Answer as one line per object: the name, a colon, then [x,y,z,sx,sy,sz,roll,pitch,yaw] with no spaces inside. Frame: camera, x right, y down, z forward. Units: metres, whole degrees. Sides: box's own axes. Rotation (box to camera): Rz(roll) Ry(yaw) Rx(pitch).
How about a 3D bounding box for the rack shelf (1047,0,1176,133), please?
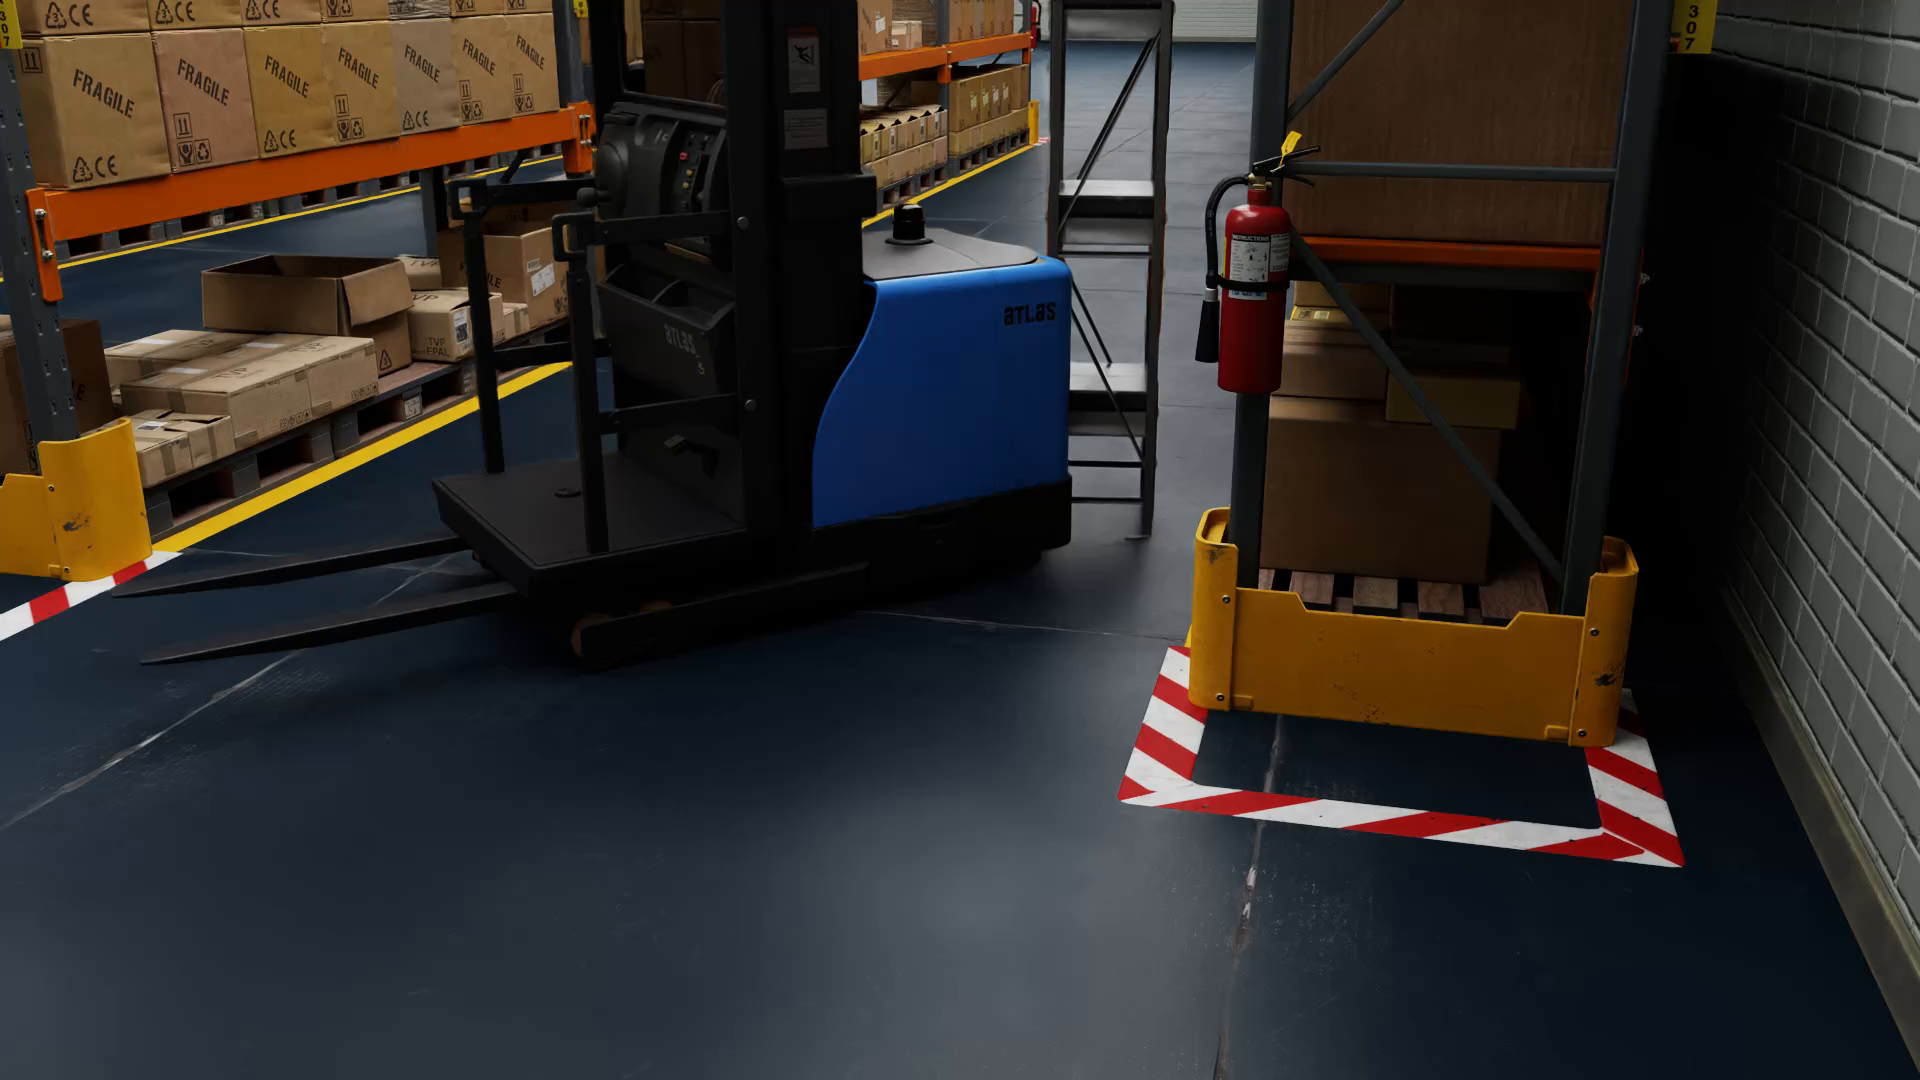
rack shelf: [0.533,-1.730,5.882,0.431,0.518,0.480,2,19,5]

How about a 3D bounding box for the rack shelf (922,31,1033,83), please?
rack shelf: [-0.120,-5.393,18.448,1.077,0.370,4.000,5,19,13]

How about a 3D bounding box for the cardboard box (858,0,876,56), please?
cardboard box: [-1.063,-4.592,14.837,0.500,0.500,0.500,5,19,13]

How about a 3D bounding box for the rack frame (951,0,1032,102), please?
rack frame: [0.369,-6.360,20.167,1.000,3.000,0.127,5,19,13]

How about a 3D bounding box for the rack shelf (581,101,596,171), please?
rack shelf: [-2.074,-2.885,11.107,1.077,0.370,4.000,5,19,13]

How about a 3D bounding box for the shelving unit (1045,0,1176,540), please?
shelving unit: [0.533,-1.081,6.103,0.431,2.100,0.503,2,19,5]

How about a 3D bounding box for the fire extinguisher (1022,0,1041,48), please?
fire extinguisher: [0.848,-6.324,20.181,0.296,0.674,0.183,5,19,13]

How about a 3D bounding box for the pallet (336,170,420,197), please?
pallet: [-5.861,-3.546,16.244,1.003,0.211,1.213,5,19,13]

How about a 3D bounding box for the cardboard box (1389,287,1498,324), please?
cardboard box: [1.810,-0.848,6.243,0.380,0.149,0.250,5,19,14]

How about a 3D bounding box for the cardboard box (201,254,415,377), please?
cardboard box: [-3.017,-1.036,7.763,0.797,0.503,0.637,5,19,13]

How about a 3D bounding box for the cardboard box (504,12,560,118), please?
cardboard box: [-2.436,-2.469,8.621,0.500,0.500,0.500,5,19,14]

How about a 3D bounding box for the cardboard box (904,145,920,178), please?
cardboard box: [-0.679,-3.532,15.493,0.500,0.250,0.500,5,20,15]

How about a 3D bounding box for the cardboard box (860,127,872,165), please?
cardboard box: [-1.053,-3.322,14.009,0.500,0.311,0.500,4,19,12]

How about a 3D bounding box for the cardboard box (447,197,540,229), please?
cardboard box: [-2.720,-1.801,10.008,0.500,0.500,0.500,5,19,13]

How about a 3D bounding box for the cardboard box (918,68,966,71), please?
cardboard box: [-0.208,-5.147,19.061,0.500,0.500,0.500,5,19,13]

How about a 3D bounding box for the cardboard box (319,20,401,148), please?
cardboard box: [-2.806,-1.986,7.208,0.500,0.500,0.500,5,19,14]

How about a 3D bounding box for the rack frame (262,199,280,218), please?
rack frame: [-6.388,-4.245,13.975,1.000,3.000,0.127,5,19,13]

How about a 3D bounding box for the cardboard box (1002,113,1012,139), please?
cardboard box: [0.293,-4.752,19.063,0.500,0.250,0.500,5,19,13]

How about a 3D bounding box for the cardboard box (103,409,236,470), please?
cardboard box: [-3.044,-0.395,6.406,0.380,0.166,0.250,5,19,13]

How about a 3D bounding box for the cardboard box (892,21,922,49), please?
cardboard box: [-0.686,-4.878,16.059,0.500,0.250,0.500,6,20,17]

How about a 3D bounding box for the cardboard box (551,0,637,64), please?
cardboard box: [-2.230,-2.976,9.455,0.700,0.500,0.500,-2,19,-5]

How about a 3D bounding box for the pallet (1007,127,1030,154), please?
pallet: [0.223,-4.798,19.907,1.003,0.211,1.213,5,19,13]

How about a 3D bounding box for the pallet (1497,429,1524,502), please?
pallet: [1.684,-0.273,6.662,1.003,0.211,1.213,5,19,13]

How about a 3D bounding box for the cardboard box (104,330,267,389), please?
cardboard box: [-3.385,-0.737,7.279,0.500,0.250,0.500,5,19,13]

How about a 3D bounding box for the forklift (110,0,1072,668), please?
forklift: [-1.123,-1.192,5.144,3.031,2.935,1.130,-12,22,-30]

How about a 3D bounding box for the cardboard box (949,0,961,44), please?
cardboard box: [-0.384,-5.459,17.375,0.700,0.500,0.500,4,19,13]

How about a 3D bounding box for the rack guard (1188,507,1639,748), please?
rack guard: [1.258,0.235,4.725,1.175,0.500,0.348,5,19,13]

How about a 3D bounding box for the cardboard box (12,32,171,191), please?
cardboard box: [-3.176,-1.511,5.815,0.500,0.500,0.500,5,20,15]

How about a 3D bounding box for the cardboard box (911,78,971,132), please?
cardboard box: [-0.192,-4.479,17.105,0.500,0.500,0.500,5,19,13]

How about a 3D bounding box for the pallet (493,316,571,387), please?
pallet: [-2.732,-1.064,8.976,1.003,0.211,1.213,5,19,13]

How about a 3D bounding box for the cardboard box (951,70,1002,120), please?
cardboard box: [0.173,-4.950,18.482,0.500,0.500,0.500,5,19,13]

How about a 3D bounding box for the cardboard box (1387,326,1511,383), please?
cardboard box: [1.624,-0.609,5.544,0.380,0.149,0.250,5,19,14]

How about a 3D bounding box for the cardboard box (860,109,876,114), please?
cardboard box: [-1.078,-4.003,16.003,0.500,0.311,0.500,4,19,13]

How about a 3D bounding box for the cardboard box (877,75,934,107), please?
cardboard box: [-0.574,-4.677,17.684,0.500,0.500,0.500,5,19,13]

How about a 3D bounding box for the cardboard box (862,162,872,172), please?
cardboard box: [-1.051,-3.049,14.077,0.500,0.250,0.500,4,19,12]

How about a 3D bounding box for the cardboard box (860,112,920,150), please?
cardboard box: [-0.675,-3.800,15.409,0.500,0.311,0.500,5,19,13]

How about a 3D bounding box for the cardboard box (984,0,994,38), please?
cardboard box: [-0.008,-5.942,18.788,0.700,0.500,0.500,5,19,14]

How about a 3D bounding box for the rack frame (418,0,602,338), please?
rack frame: [-2.563,-2.599,9.156,1.000,3.000,0.127,5,19,13]

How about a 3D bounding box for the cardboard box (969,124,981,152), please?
cardboard box: [-0.074,-4.282,17.686,0.500,0.250,0.500,5,19,13]

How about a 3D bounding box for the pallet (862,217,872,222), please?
pallet: [-1.347,-2.788,14.023,1.003,0.211,1.213,5,19,13]

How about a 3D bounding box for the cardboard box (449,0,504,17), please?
cardboard box: [-2.558,-2.780,7.983,0.500,0.500,0.500,4,19,12]

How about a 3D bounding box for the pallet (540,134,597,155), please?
pallet: [-4.910,-4.770,19.826,1.003,0.211,1.213,5,19,13]

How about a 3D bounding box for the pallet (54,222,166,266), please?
pallet: [-6.840,-2.294,12.577,1.003,0.211,1.213,5,19,13]

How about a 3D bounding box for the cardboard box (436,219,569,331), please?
cardboard box: [-2.427,-1.423,8.900,0.500,0.500,0.500,5,19,13]

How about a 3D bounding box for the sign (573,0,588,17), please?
sign: [-2.035,-2.968,8.897,0.100,0.325,0.005,5,19,13]

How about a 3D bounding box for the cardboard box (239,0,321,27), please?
cardboard box: [-2.929,-2.305,6.593,0.500,0.500,0.500,5,19,14]

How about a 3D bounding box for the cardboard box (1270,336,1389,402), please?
cardboard box: [1.193,-0.560,5.400,0.380,0.149,0.250,4,19,13]
